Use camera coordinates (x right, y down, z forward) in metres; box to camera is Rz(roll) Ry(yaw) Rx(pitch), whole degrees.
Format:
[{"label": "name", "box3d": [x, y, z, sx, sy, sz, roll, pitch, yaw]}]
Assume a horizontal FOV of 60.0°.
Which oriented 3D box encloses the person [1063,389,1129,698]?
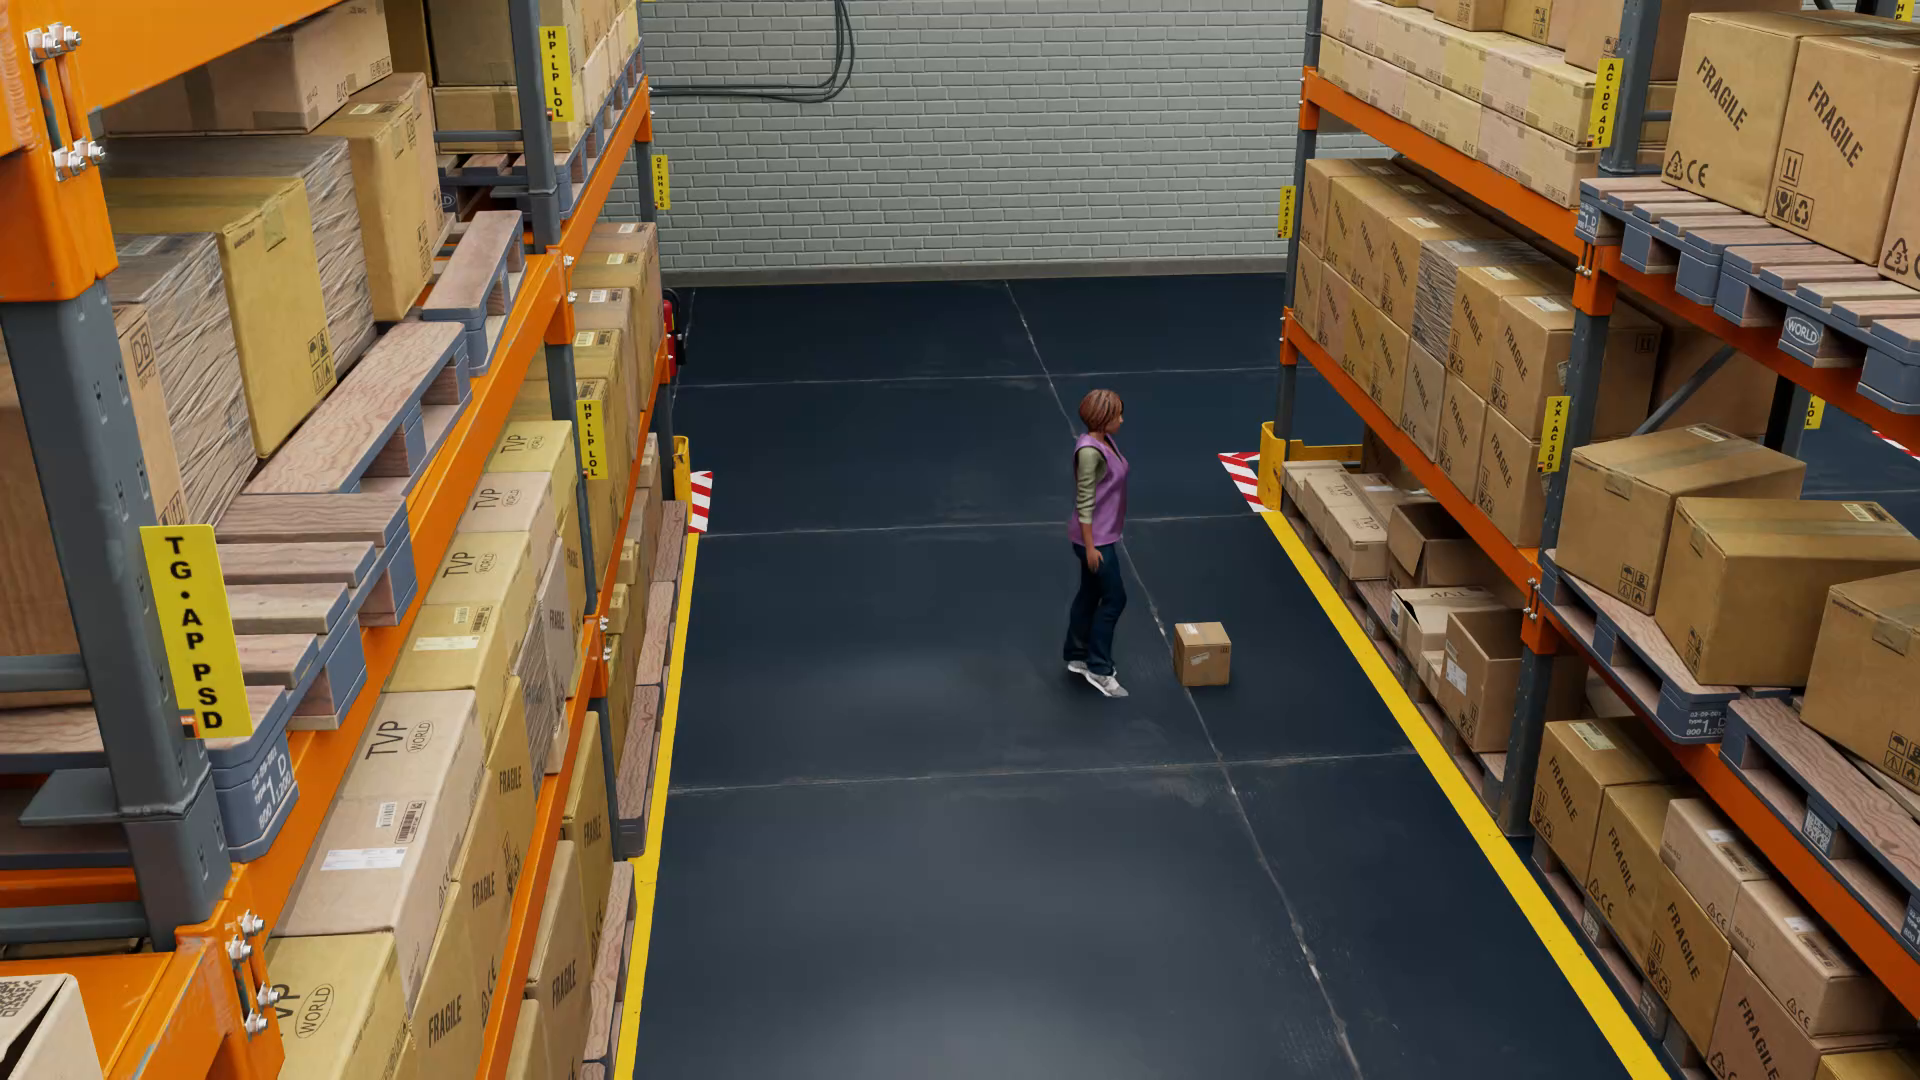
[{"label": "person", "box3d": [0.741, 0.015, 8.624, 0.382, 1.621, 0.453, 5, 25, 11]}]
